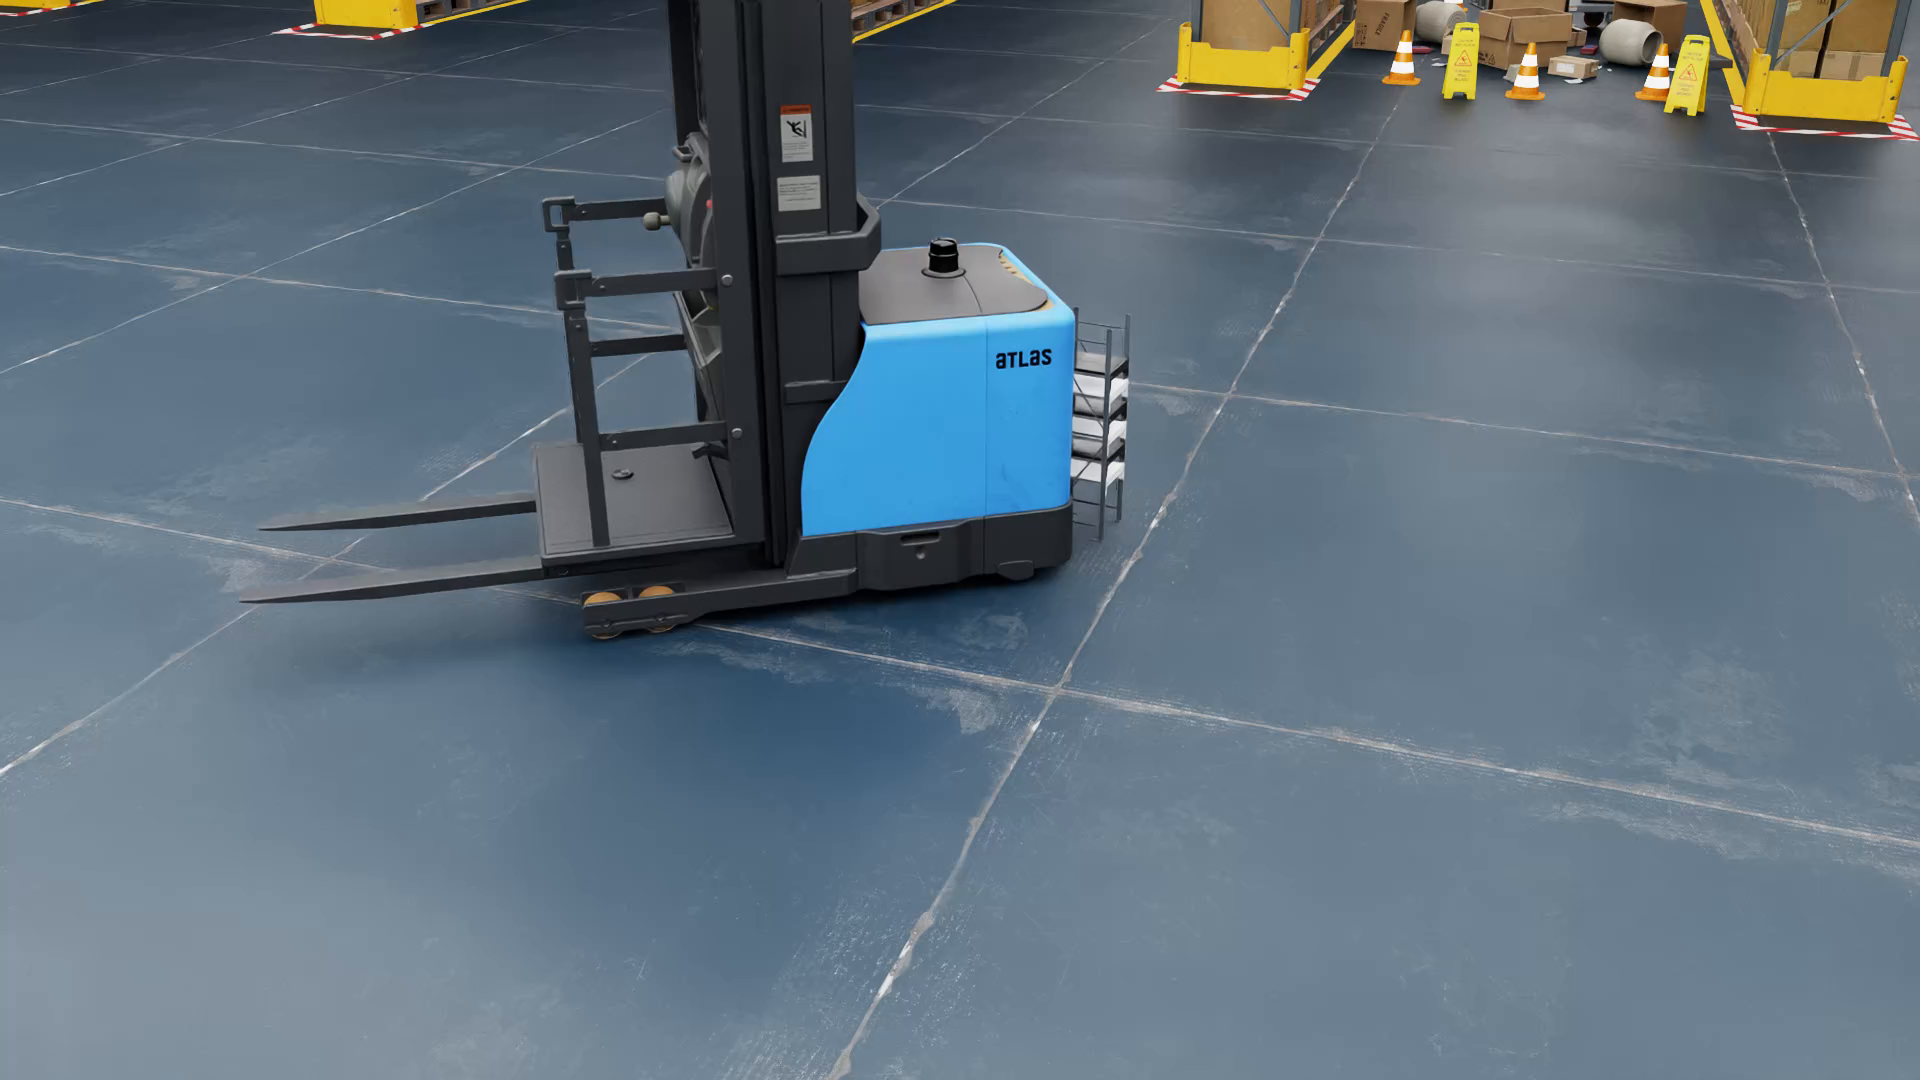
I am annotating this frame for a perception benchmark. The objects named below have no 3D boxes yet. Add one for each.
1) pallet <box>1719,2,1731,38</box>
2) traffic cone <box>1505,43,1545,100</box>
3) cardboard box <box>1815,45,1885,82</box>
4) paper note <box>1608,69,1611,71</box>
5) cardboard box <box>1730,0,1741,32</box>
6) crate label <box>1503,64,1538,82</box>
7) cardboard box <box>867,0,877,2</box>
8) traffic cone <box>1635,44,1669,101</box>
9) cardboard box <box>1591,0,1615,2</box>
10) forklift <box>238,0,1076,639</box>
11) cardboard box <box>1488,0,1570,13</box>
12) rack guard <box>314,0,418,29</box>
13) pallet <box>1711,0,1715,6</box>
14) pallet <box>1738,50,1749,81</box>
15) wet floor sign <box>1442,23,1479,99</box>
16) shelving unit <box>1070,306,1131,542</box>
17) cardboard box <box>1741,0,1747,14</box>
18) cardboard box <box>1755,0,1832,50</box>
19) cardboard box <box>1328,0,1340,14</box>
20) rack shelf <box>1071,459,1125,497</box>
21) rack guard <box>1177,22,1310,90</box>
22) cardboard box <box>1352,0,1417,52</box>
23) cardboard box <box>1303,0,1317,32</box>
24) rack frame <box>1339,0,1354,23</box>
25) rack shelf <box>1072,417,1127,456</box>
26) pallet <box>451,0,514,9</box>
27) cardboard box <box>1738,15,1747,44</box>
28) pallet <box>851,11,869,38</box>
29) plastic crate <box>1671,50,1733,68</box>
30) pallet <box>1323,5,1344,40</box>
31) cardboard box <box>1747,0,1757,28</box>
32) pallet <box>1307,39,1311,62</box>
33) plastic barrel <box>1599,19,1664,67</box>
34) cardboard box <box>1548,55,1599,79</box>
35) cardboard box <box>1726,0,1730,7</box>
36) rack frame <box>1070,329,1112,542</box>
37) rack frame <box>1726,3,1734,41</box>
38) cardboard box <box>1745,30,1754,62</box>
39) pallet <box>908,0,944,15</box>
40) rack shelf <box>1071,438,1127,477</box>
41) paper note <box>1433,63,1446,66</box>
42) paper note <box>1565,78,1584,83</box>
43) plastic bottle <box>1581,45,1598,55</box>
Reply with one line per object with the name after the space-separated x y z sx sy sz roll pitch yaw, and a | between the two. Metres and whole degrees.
8.935 -5.692 18.263 1.003 0.211 1.213 9 27 17 | pallet
5.113 -4.226 14.947 0.336 0.463 0.334 9 27 17 | traffic cone
7.876 -4.226 14.708 0.500 0.250 0.500 9 27 17 | cardboard box
6.328 -4.579 16.197 0.032 0.001 0.123 9 27 17 | paper note
8.226 -5.375 17.082 0.500 0.250 0.500 7 27 15 | cardboard box
5.316 -4.411 15.704 0.250 0.136 0.298 -5 26 -9 | crate label
-1.155 -6.466 19.049 0.500 0.500 0.500 6 27 13 | cardboard box
6.273 -4.205 14.903 0.336 0.463 0.334 9 27 17 | traffic cone
6.989 -6.088 17.881 0.500 0.500 0.500 9 27 17 | cardboard box
-1.141 -1.216 5.898 3.031 2.935 1.130 -7 27 -13 | forklift
5.847 -5.395 17.159 0.797 0.637 0.503 9 27 17 | cardboard box
-6.689 -6.051 18.674 1.175 0.500 0.348 9 27 17 | rack guard
9.747 -6.694 20.334 1.003 0.211 1.213 9 27 17 | pallet
8.083 -4.587 15.982 1.003 0.211 1.213 9 27 17 | pallet
4.502 -4.300 14.891 0.267 0.644 0.232 4 26 8 | wet floor sign
0.516 -0.459 6.666 0.258 0.900 0.210 12 28 23 | shelving unit
8.059 -5.490 16.460 0.500 0.500 0.500 10 28 20 | cardboard box
7.367 -4.639 14.701 0.500 0.500 0.500 9 27 18 | cardboard box
3.701 -6.287 18.249 0.875 0.875 0.875 9 27 18 | cardboard box
0.516 -0.267 6.759 0.258 0.077 0.200 12 28 23 | rack shelf
2.637 -4.524 15.520 1.175 0.500 0.348 9 27 17 | rack guard
4.427 -5.392 17.310 0.500 0.500 0.500 14 29 26 | cardboard box
3.099 -5.542 16.710 0.875 0.875 0.875 8 27 17 | cardboard box
3.976 -7.303 18.391 1.000 3.000 0.127 9 27 17 | rack frame
0.516 -0.429 6.681 0.258 0.077 0.200 12 28 23 | rack shelf
-6.006 -6.754 20.457 1.003 0.211 1.213 9 27 17 | pallet
7.885 -4.935 16.174 0.500 0.250 0.500 8 27 17 | cardboard box
-1.670 -5.525 17.918 1.003 0.211 1.213 9 27 17 | pallet
7.382 -4.786 16.543 0.402 0.080 0.583 0 26 -1 | plastic crate
3.649 -5.747 18.377 1.003 0.211 1.213 9 27 17 | pallet
7.712 -5.060 15.572 0.500 0.500 0.500 8 27 16 | cardboard box
2.837 -4.744 16.306 1.003 0.211 1.213 9 27 17 | pallet
6.606 -4.891 16.367 0.421 0.421 0.512 -14 29 -27 | plastic barrel
5.877 -4.531 15.937 0.250 0.149 0.380 -20 33 -36 | cardboard box
9.086 -6.145 18.532 0.950 0.372 0.625 11 28 21 | cardboard box
0.472 -0.419 6.584 0.240 0.900 0.006 12 28 23 | rack frame
8.677 -6.626 16.994 1.000 3.000 0.127 9 27 17 | rack frame
7.541 -4.517 15.311 0.500 0.250 0.500 9 27 18 | cardboard box
-0.858 -6.527 19.989 1.003 0.211 1.213 9 27 17 | pallet
0.516 -0.348 6.720 0.258 0.077 0.200 12 28 23 | rack shelf
4.754 -4.703 16.430 0.144 0.017 0.142 20 32 35 | paper note
5.784 -4.323 15.644 0.148 0.019 0.142 0 26 -1 | paper note
6.479 -5.046 17.101 0.133 0.061 0.283 14 29 26 | plastic bottle
